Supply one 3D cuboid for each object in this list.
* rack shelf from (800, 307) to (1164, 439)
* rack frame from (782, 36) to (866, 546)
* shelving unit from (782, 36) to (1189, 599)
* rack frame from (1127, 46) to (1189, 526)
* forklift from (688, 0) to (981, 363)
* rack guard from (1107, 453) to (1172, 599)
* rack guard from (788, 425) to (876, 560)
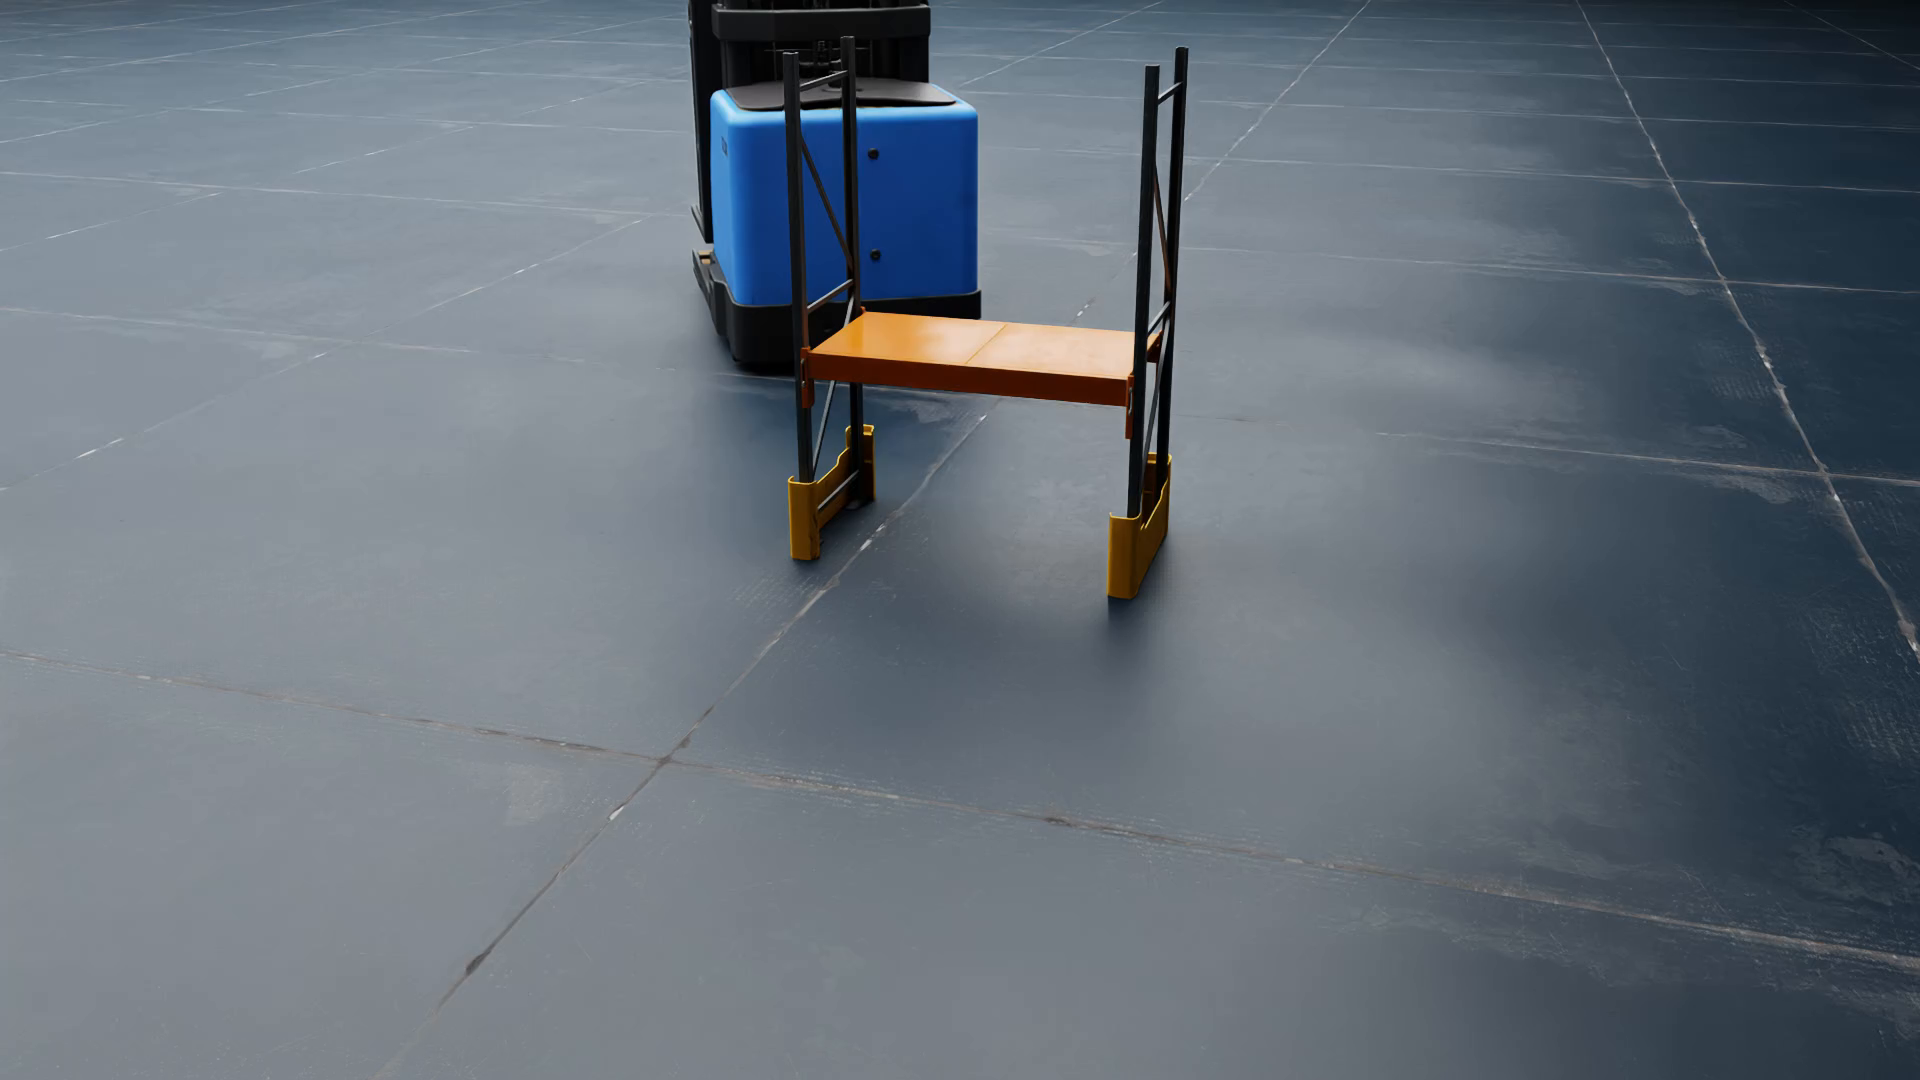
[{"bbox_3d":[0.082,-0.518,5.031,1.000,0.185,0.538,7,23,16],"label":"rack shelf"},{"bbox_3d":[-0.405,-0.740,5.098,0.032,1.500,0.500,7,23,16],"label":"rack frame"},{"bbox_3d":[0.073,-0.686,4.965,1.083,1.500,0.587,7,23,16],"label":"shelving unit"},{"bbox_3d":[0.568,-0.629,4.827,0.032,1.500,0.500,7,23,16],"label":"rack frame"},{"bbox_3d":[-0.741,-2.614,7.781,1.130,2.935,3.031,-5,23,-12],"label":"forklift"},{"bbox_3d":[0.550,-0.053,5.069,0.087,0.250,0.587,7,23,16],"label":"rack guard"},{"bbox_3d":[-0.404,-0.162,5.335,0.087,0.250,0.587,7,23,16],"label":"rack guard"}]
